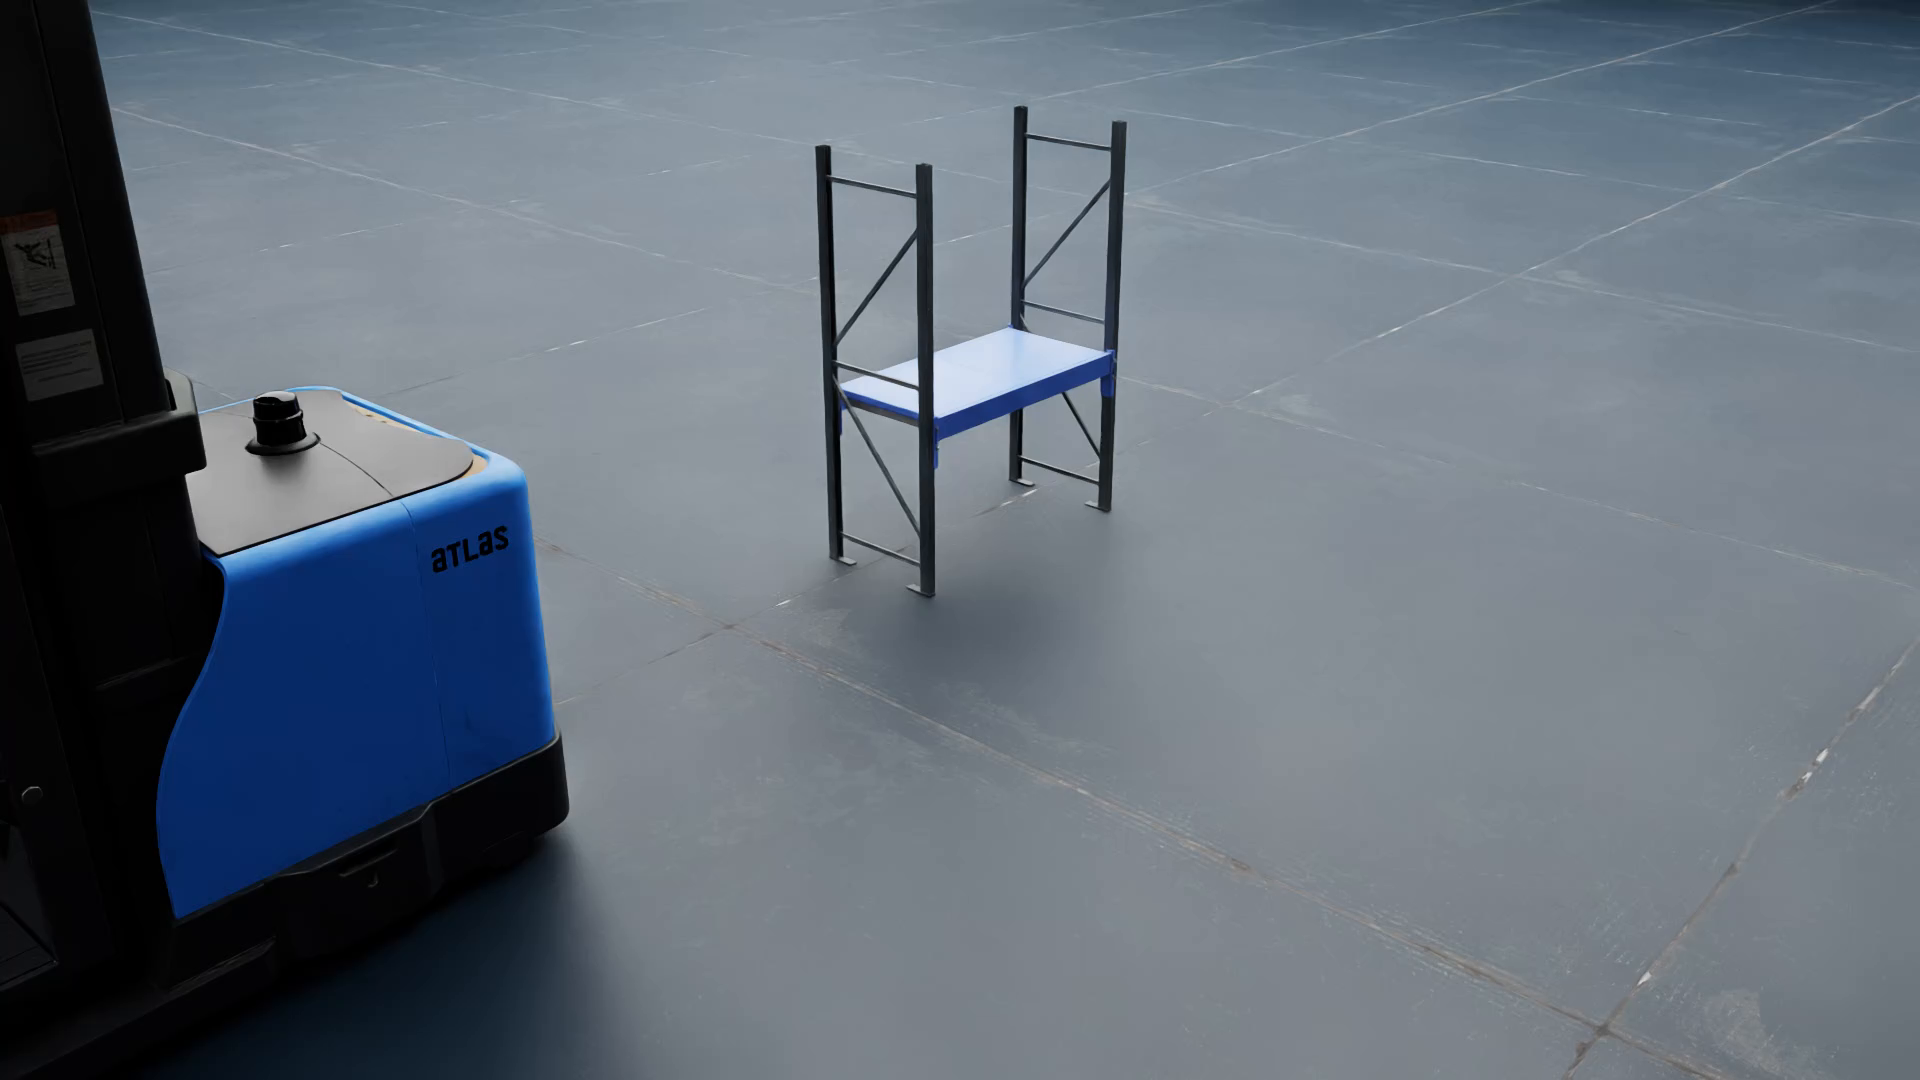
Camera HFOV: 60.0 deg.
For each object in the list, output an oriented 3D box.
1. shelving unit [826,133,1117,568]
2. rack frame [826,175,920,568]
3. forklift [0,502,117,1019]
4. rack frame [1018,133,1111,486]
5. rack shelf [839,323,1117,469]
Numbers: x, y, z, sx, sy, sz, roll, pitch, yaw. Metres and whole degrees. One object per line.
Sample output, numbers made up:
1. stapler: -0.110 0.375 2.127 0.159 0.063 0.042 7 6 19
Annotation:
1. shelving unit: 0.057 -0.710 6.001 0.538 1.308 1.030 20 31 38
2. rack frame: -0.284 -0.556 5.657 0.475 1.308 0.013 20 31 38
3. forklift: -2.398 -0.222 3.163 1.121 2.935 3.031 20 31 37
4. rack frame: 0.395 -0.866 6.348 0.475 1.308 0.013 20 31 38
5. rack shelf: 0.057 -0.546 6.075 0.538 0.185 1.000 20 31 38
